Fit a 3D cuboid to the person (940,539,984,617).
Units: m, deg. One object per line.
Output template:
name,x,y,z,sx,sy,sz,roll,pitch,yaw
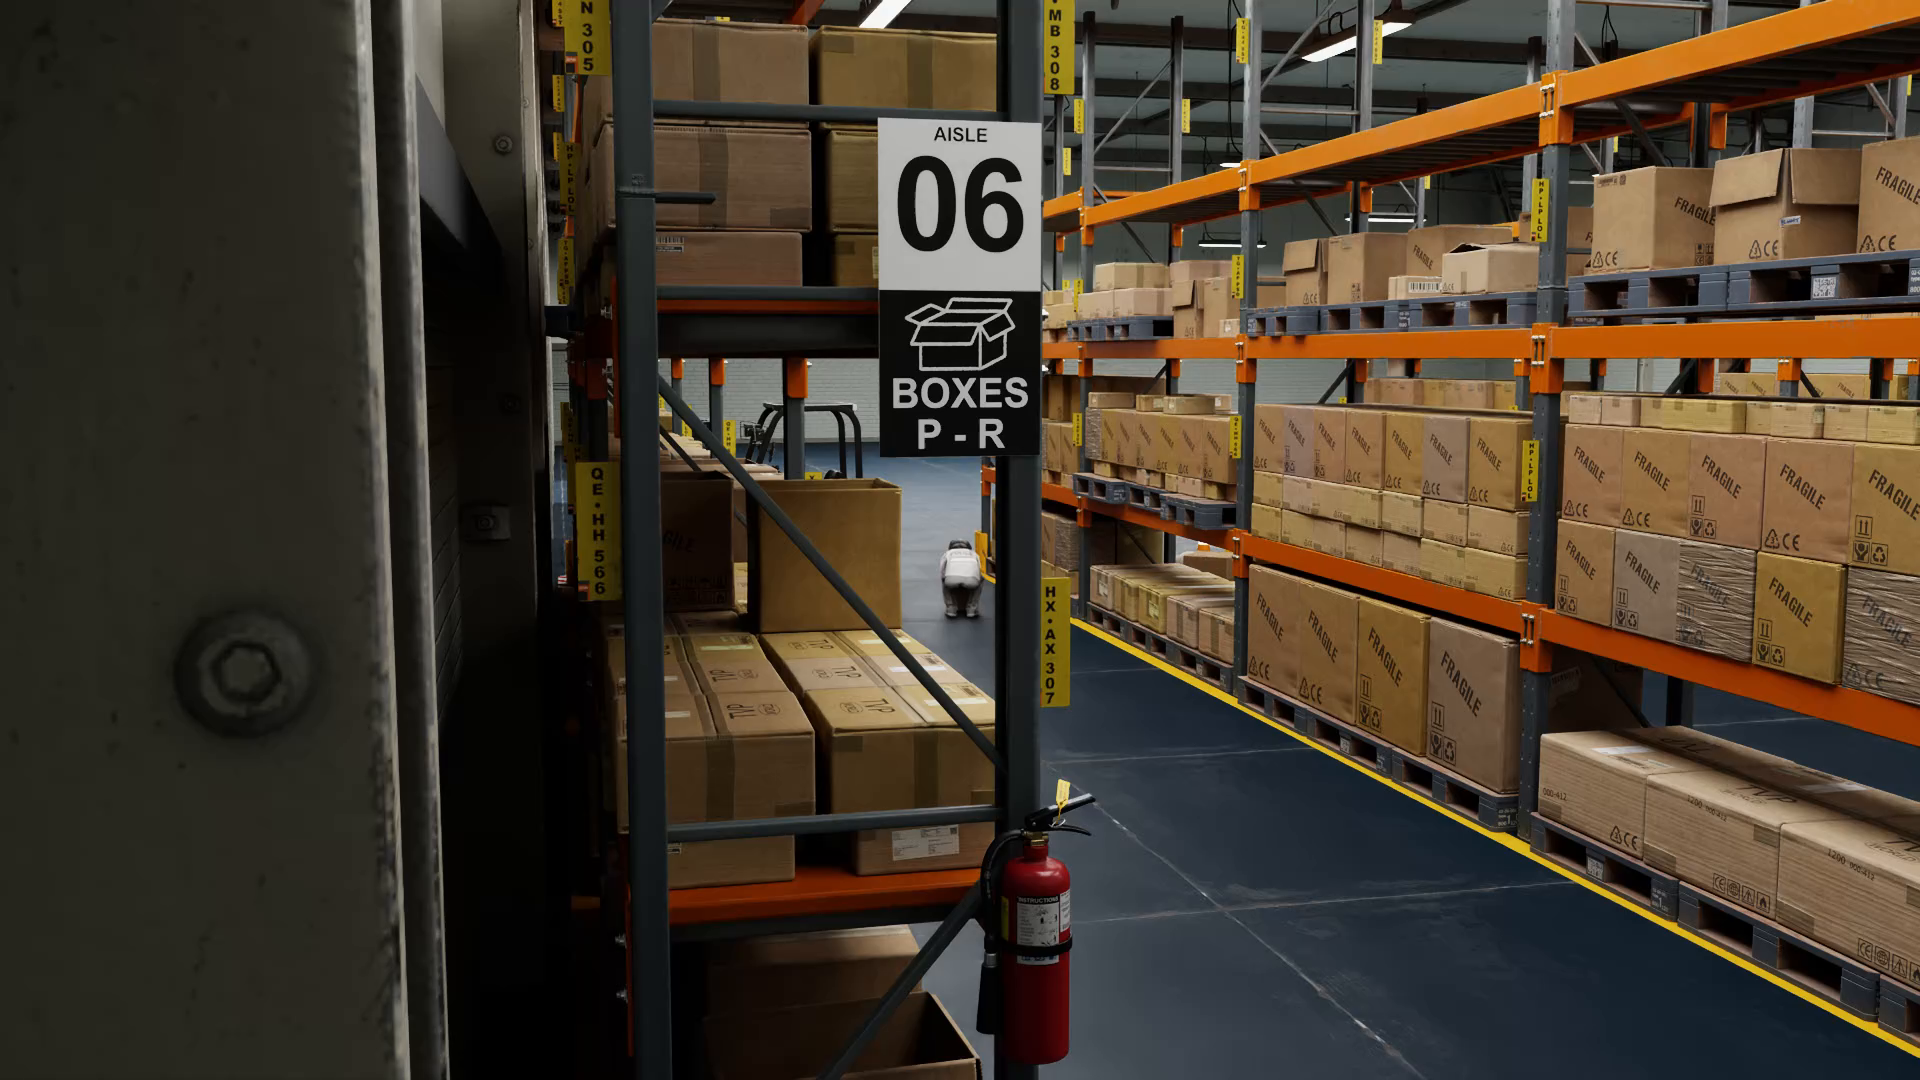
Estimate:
person,0.017,0.425,17.227,0.459,0.802,0.901,0,6,4
